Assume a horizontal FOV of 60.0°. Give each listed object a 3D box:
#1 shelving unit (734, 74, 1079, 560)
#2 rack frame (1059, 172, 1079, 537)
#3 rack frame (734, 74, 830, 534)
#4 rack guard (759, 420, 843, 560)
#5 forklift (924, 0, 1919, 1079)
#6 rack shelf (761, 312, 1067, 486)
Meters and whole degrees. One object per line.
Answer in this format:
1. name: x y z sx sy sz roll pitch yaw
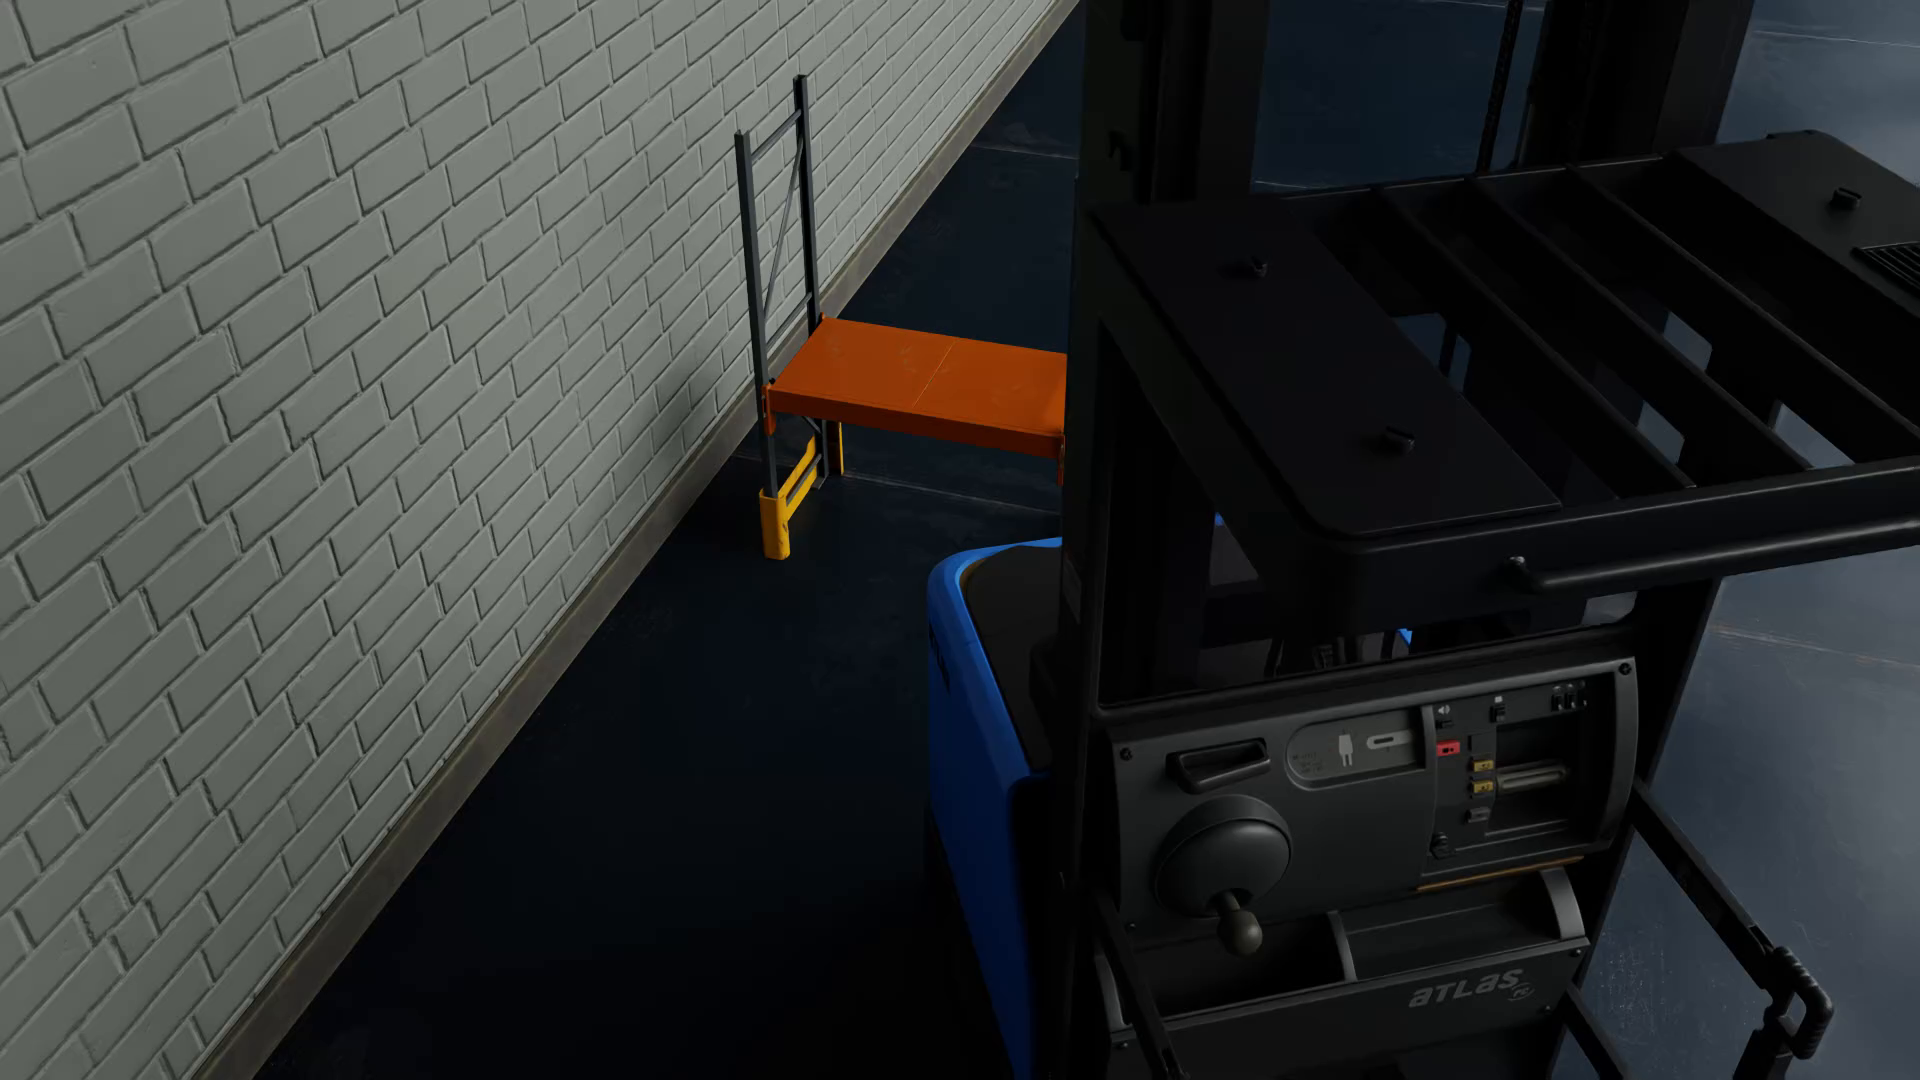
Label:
1. shelving unit: -0.073 -0.618 5.324 1.083 1.500 0.587 10 38 14
2. rack frame: 0.404 -0.529 5.204 0.032 1.500 0.500 10 38 14
3. rack frame: -0.567 -0.709 5.448 0.032 1.500 0.500 10 38 14
4. rack guard: -0.548 -0.202 5.814 0.087 0.250 0.587 10 38 14
5. forklift: 0.750 0.499 2.599 1.130 2.935 3.031 -8 37 -11
6. rack shelf: -0.081 -0.474 5.433 1.000 0.185 0.538 10 38 14
